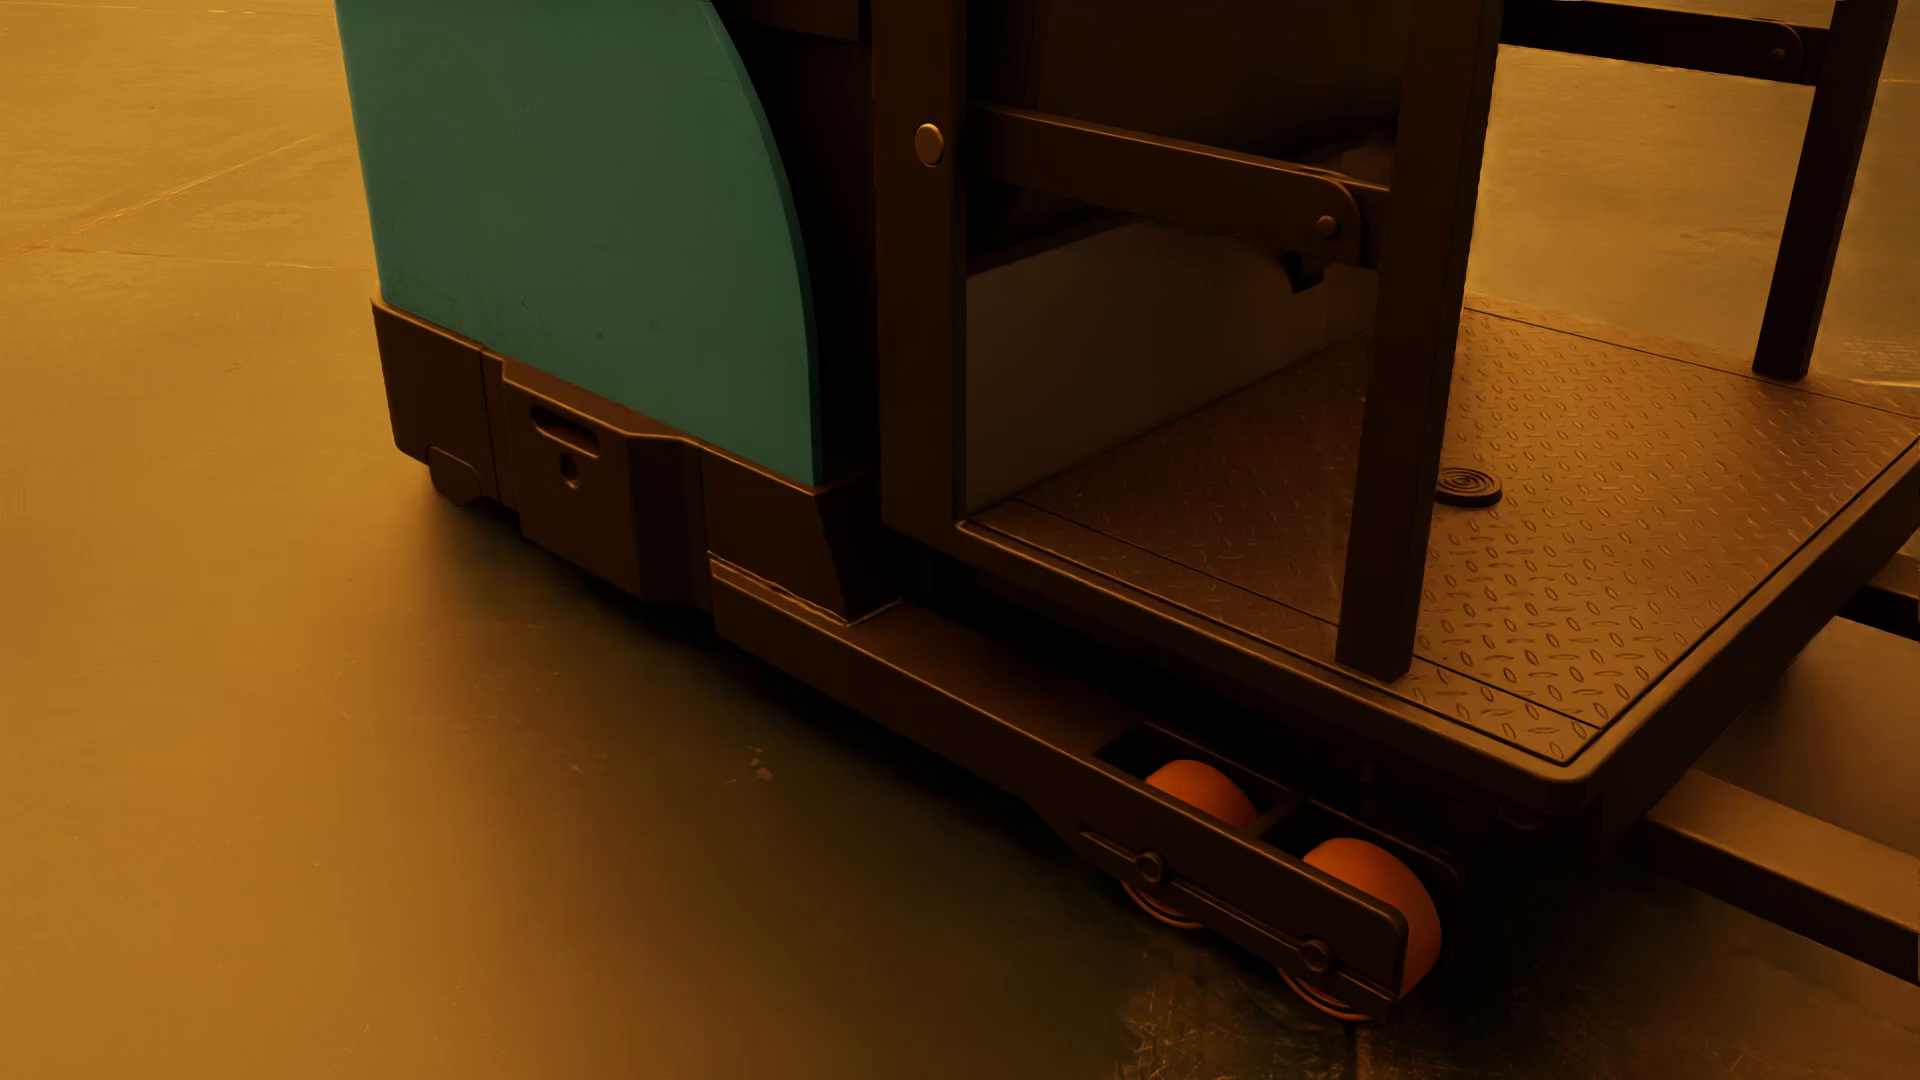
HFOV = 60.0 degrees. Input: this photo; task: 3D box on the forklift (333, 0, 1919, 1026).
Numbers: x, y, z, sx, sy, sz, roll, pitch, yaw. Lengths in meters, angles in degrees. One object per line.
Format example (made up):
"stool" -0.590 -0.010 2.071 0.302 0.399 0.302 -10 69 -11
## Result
"forklift" 0.511 -1.118 1.462 3.031 2.935 1.130 23 35 38
